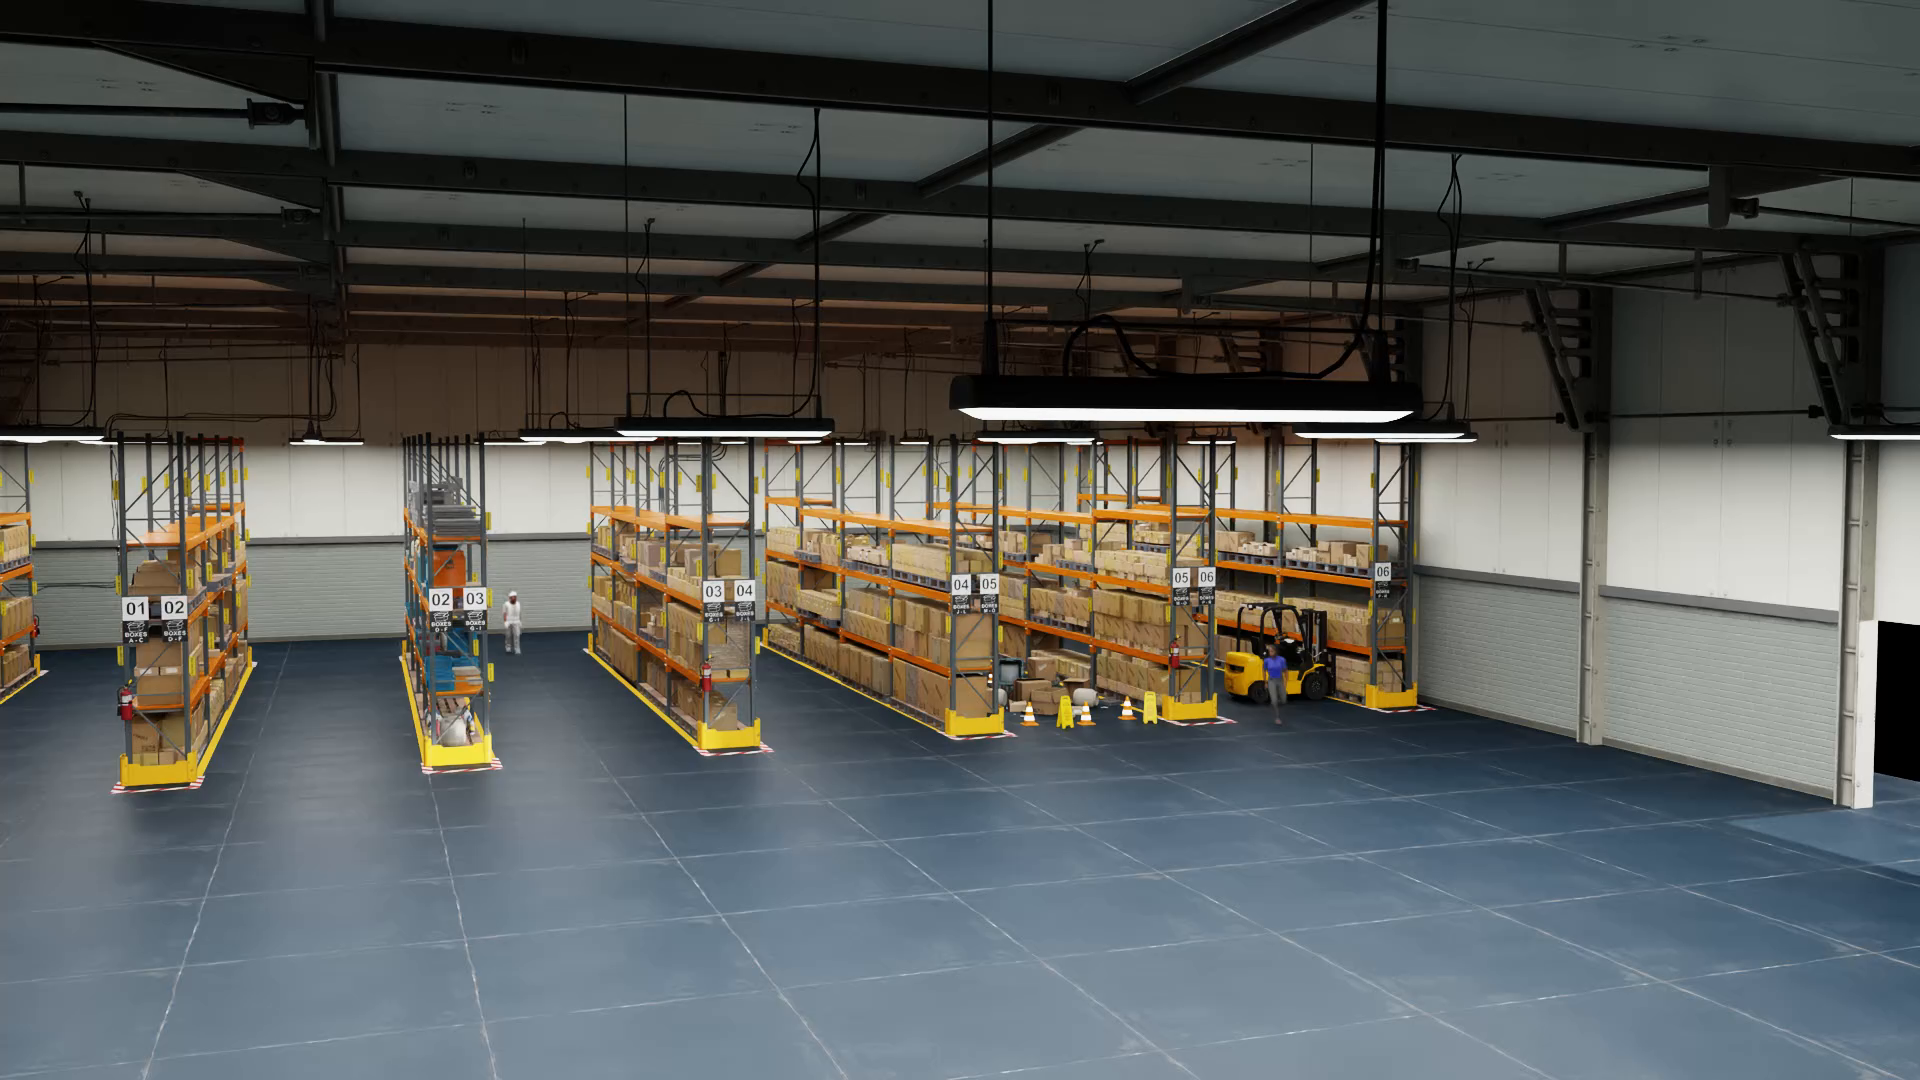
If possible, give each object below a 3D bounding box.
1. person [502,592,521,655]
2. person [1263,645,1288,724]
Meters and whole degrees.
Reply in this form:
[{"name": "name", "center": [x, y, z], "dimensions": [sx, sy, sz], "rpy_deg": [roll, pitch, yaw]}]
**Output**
[{"name": "person", "center": [-12.393, 2.300, 45.976], "dimensions": [0.533, 1.728, 1.096], "rpy_deg": [-1, 3, -23]}, {"name": "person", "center": [6.582, 2.997, 34.674], "dimensions": [0.503, 1.628, 0.575], "rpy_deg": [0, 3, 6]}]
